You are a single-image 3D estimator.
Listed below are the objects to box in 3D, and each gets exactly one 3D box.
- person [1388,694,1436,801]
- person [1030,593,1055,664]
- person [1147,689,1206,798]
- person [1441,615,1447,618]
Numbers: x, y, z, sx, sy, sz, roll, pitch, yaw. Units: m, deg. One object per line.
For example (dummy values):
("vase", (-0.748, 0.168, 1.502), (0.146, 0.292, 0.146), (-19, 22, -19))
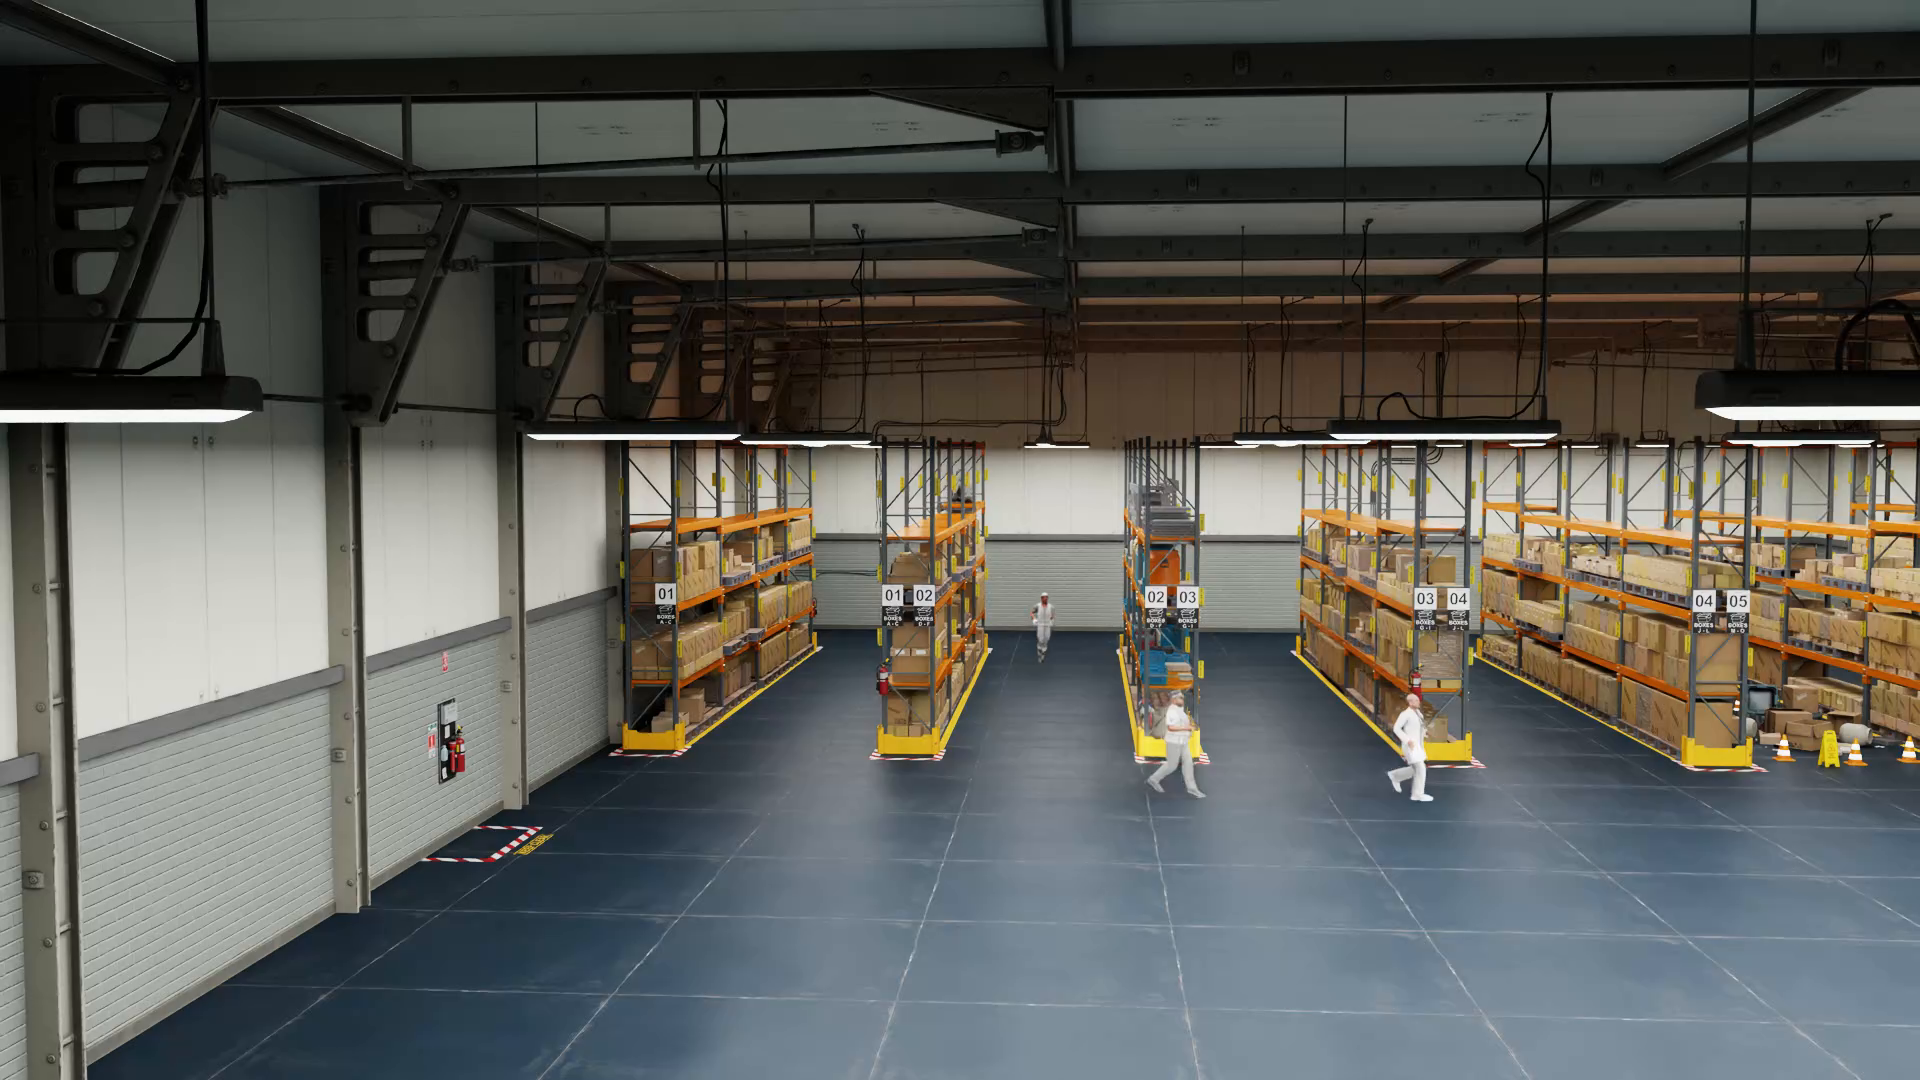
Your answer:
("person", (7.370, 3.387, 27.252), (0.798, 1.742, 0.709), (2, 4, 38))
("person", (2.164, 2.272, 42.871), (0.633, 1.832, 0.676), (-1, 3, -10))
("person", (3.577, 3.343, 27.455), (0.967, 1.791, 0.659), (2, 3, 27))
("person", (13.248, 2.375, 46.520), (0.807, 1.712, 0.678), (2, 3, 26))
